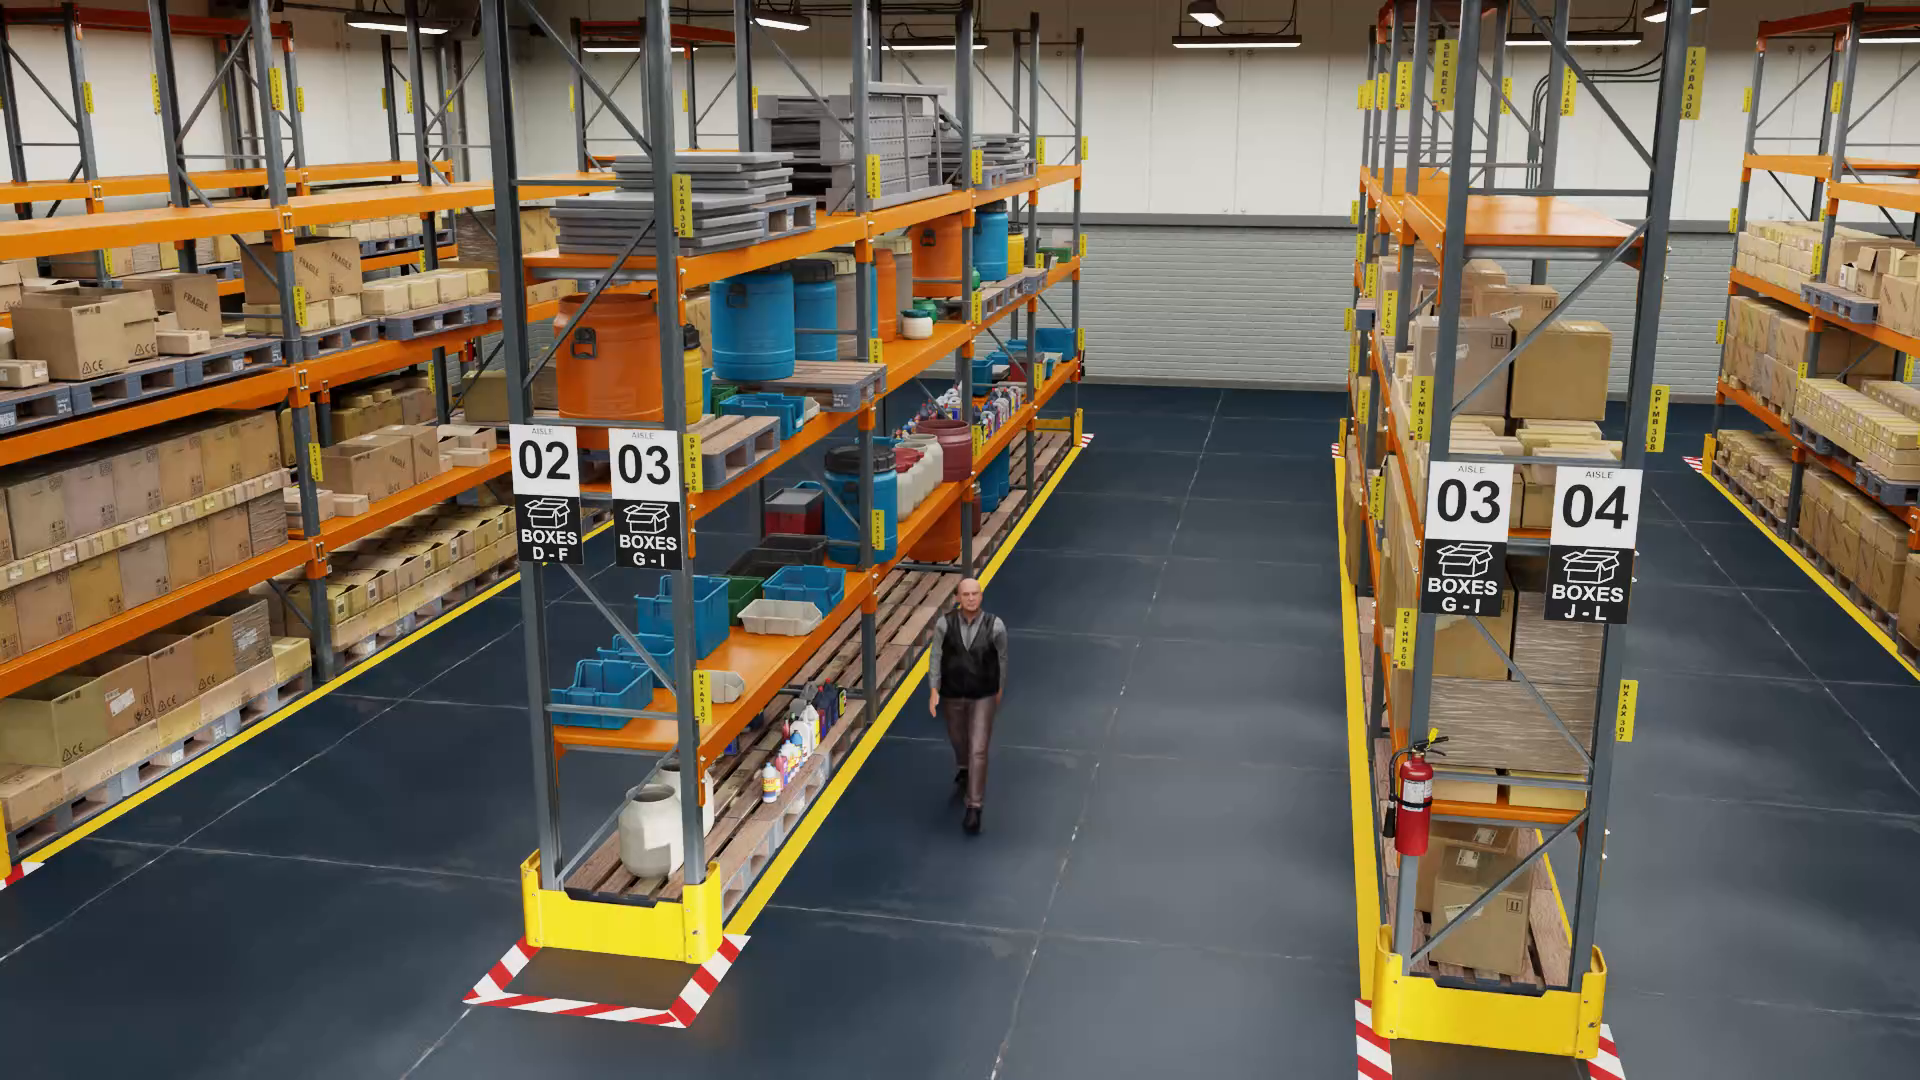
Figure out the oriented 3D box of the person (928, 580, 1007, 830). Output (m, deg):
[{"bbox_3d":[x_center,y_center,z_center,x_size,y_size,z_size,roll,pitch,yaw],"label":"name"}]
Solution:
[{"bbox_3d":[0.046,1.112,11.787,0.537,1.679,0.995,3,15,10],"label":"person"}]
